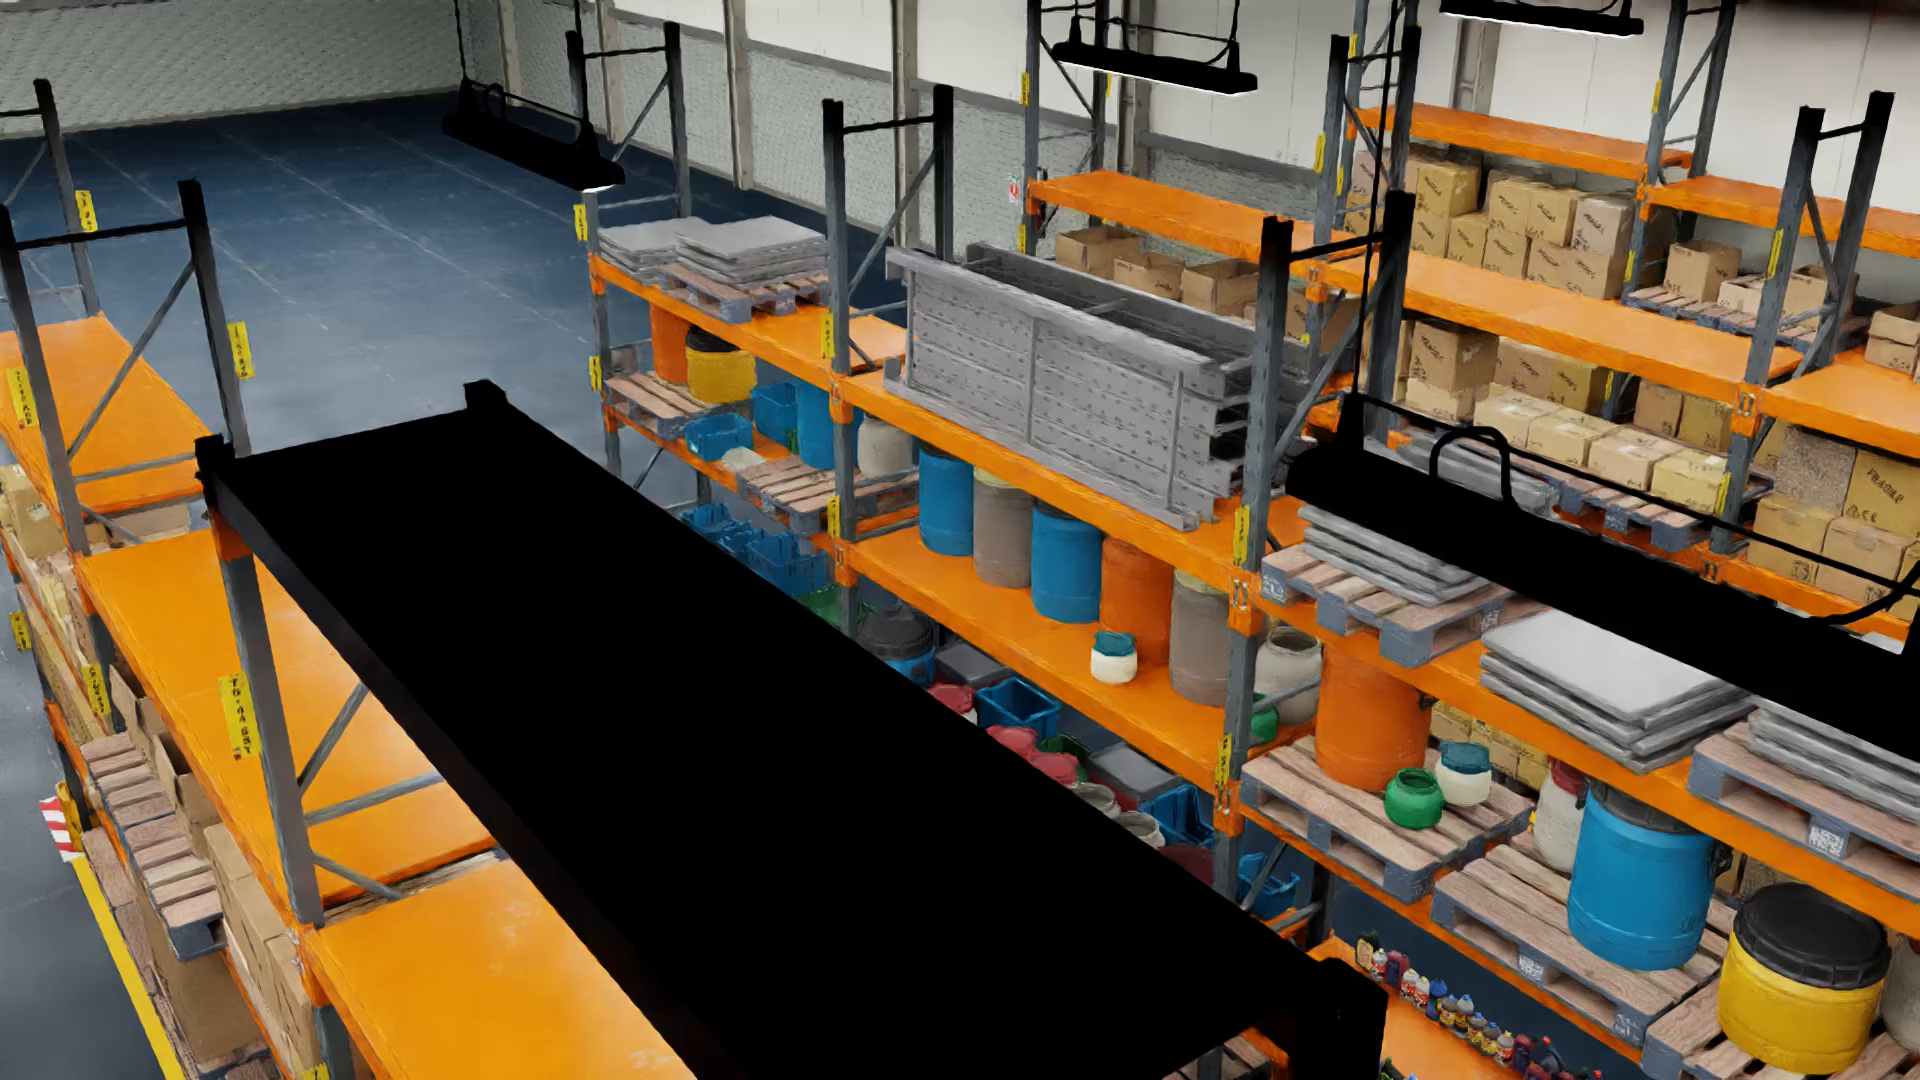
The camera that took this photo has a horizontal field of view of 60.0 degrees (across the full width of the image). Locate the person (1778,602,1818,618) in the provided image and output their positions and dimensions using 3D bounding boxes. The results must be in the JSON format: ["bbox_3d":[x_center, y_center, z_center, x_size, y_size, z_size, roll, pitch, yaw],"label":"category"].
[{"bbox_3d":[7.295,0.951,14.795,0.594,1.786,0.443,10,27,22],"label":"person"}]

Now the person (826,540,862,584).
[{"bbox_3d":[-1.127,0.224,16.543,0.538,1.531,0.835,-18,30,-34],"label":"person"}]
